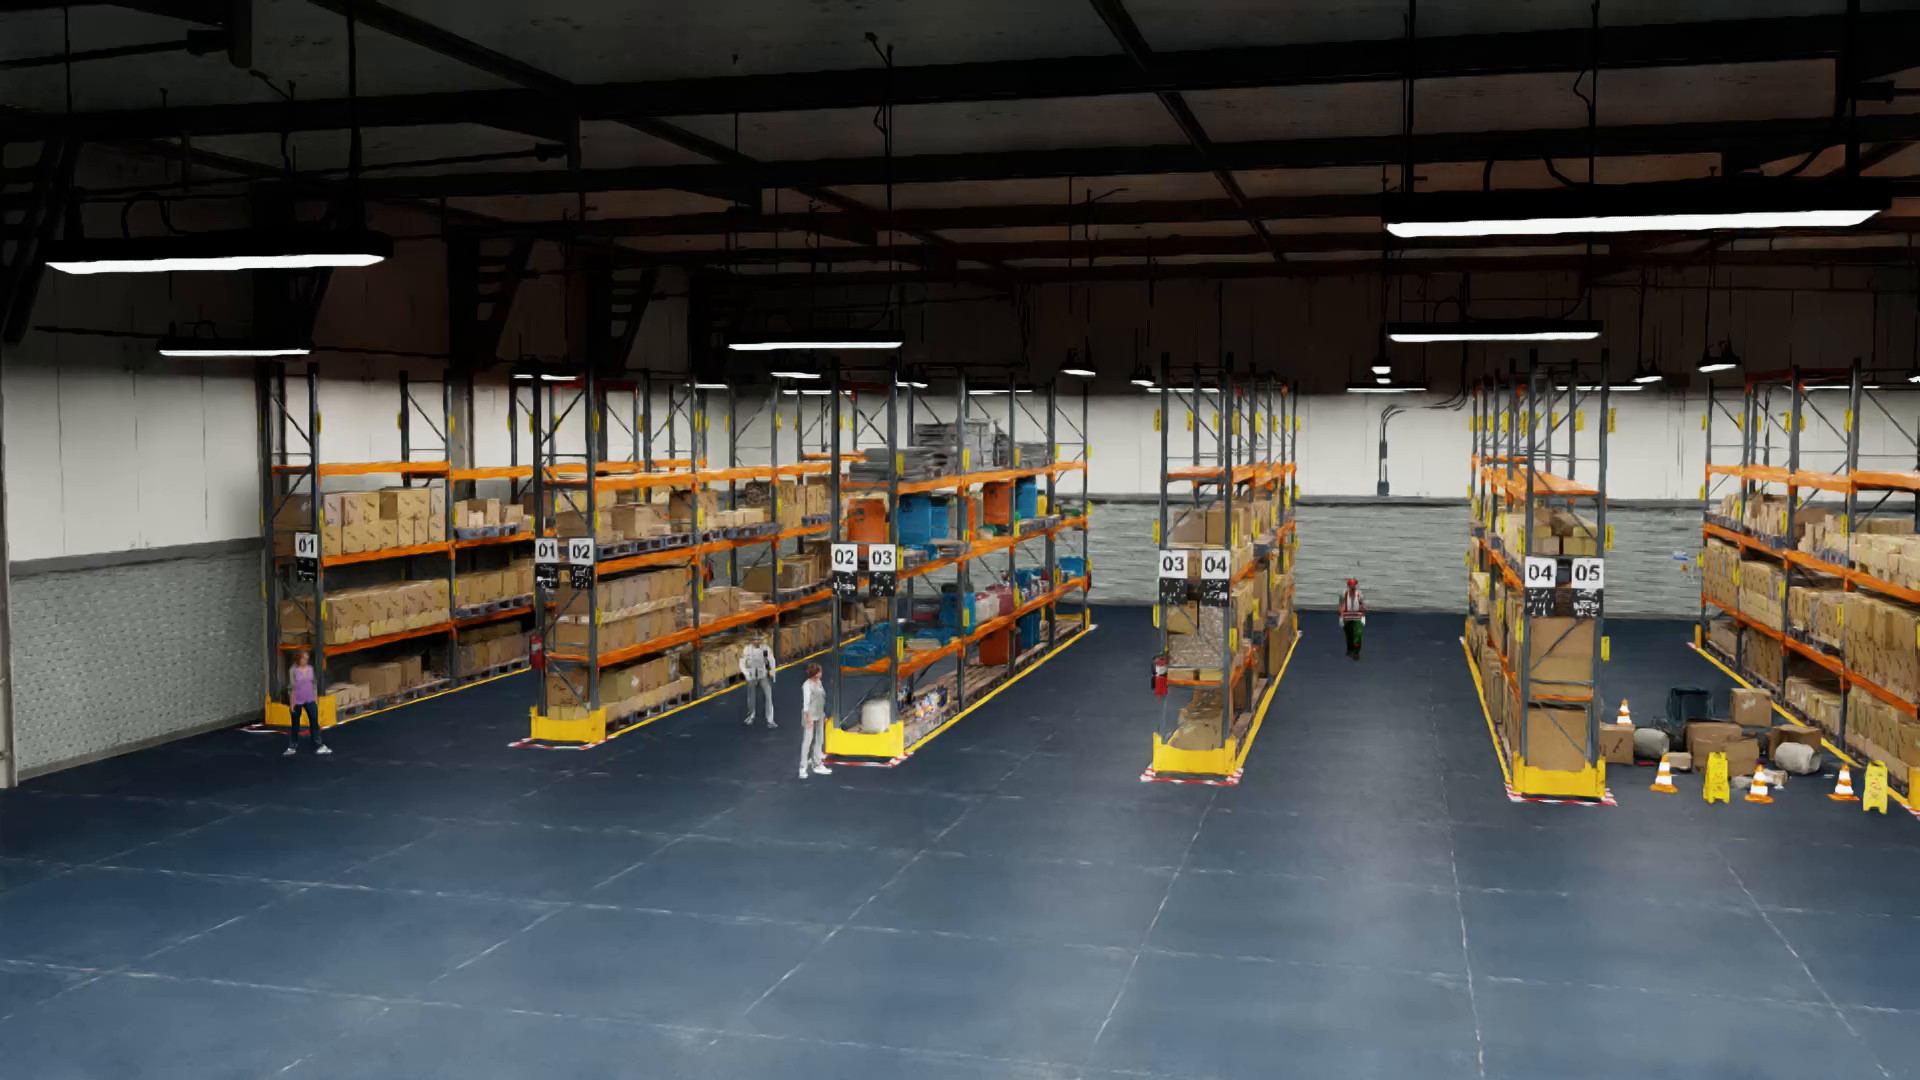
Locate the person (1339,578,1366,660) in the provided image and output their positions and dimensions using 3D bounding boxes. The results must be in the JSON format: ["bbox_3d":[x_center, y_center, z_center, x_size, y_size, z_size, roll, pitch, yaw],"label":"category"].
[{"bbox_3d":[8.322,1.651,35.298,0.553,1.709,1.123,1,4,17],"label":"person"}]

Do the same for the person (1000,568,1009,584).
[{"bbox_3d":[1.128,1.460,38.648,0.472,1.632,0.907,2,5,31],"label":"person"}]

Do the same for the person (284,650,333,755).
[{"bbox_3d":[-9.856,2.433,25.032,0.615,1.588,0.496,-4,6,-44],"label":"person"}]

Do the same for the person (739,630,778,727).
[{"bbox_3d":[-3.316,2.266,27.407,0.643,1.608,0.794,0,4,-3],"label":"person"}]

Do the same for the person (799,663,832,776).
[{"bbox_3d":[-2.083,2.532,23.587,0.364,1.600,0.511,2,5,30],"label":"person"}]
